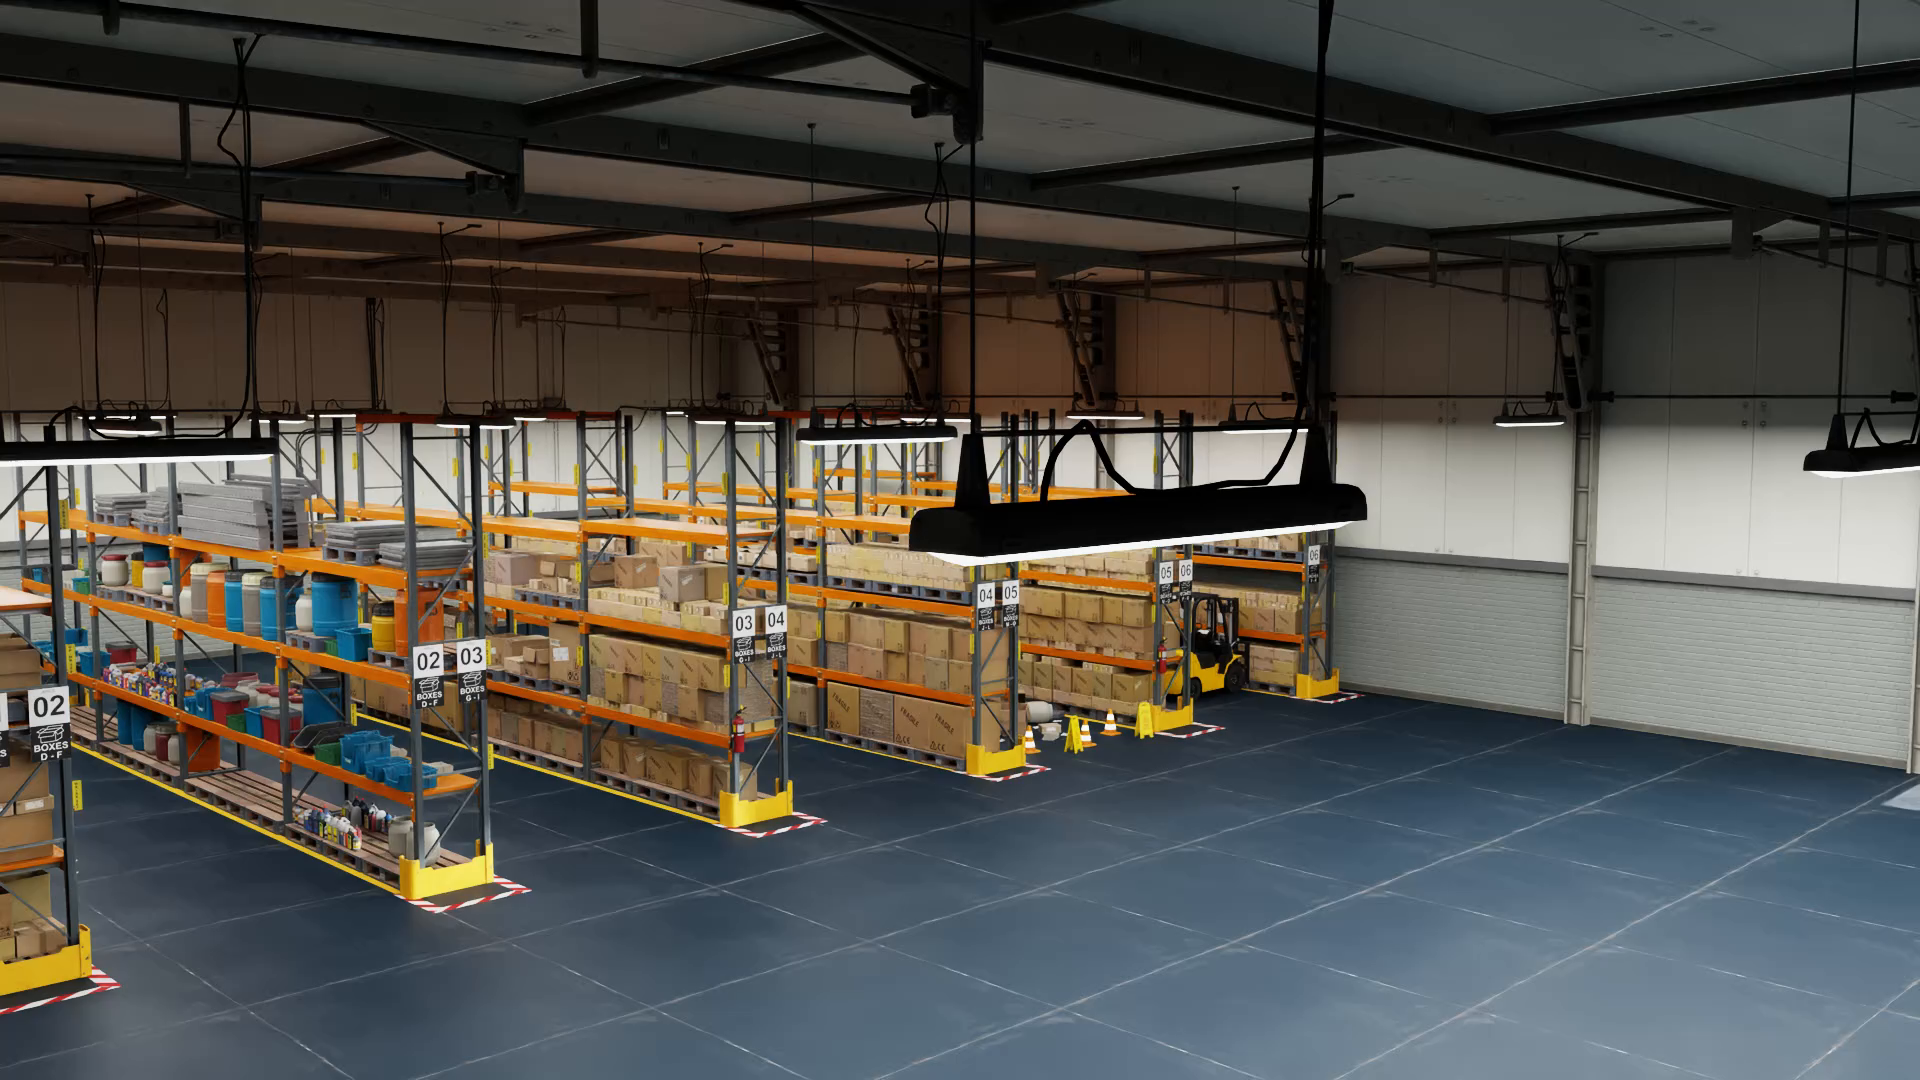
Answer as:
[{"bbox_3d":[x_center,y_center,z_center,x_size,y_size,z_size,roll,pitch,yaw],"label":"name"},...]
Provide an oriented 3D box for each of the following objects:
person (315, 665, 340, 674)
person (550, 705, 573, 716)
[{"bbox_3d":[-11.952,2.750,31.462,0.521,1.662,1.062,-4,6,-36],"label":"person"},{"bbox_3d":[-7.697,2.690,31.941,0.672,1.709,0.488,-2,5,-22],"label":"person"}]
